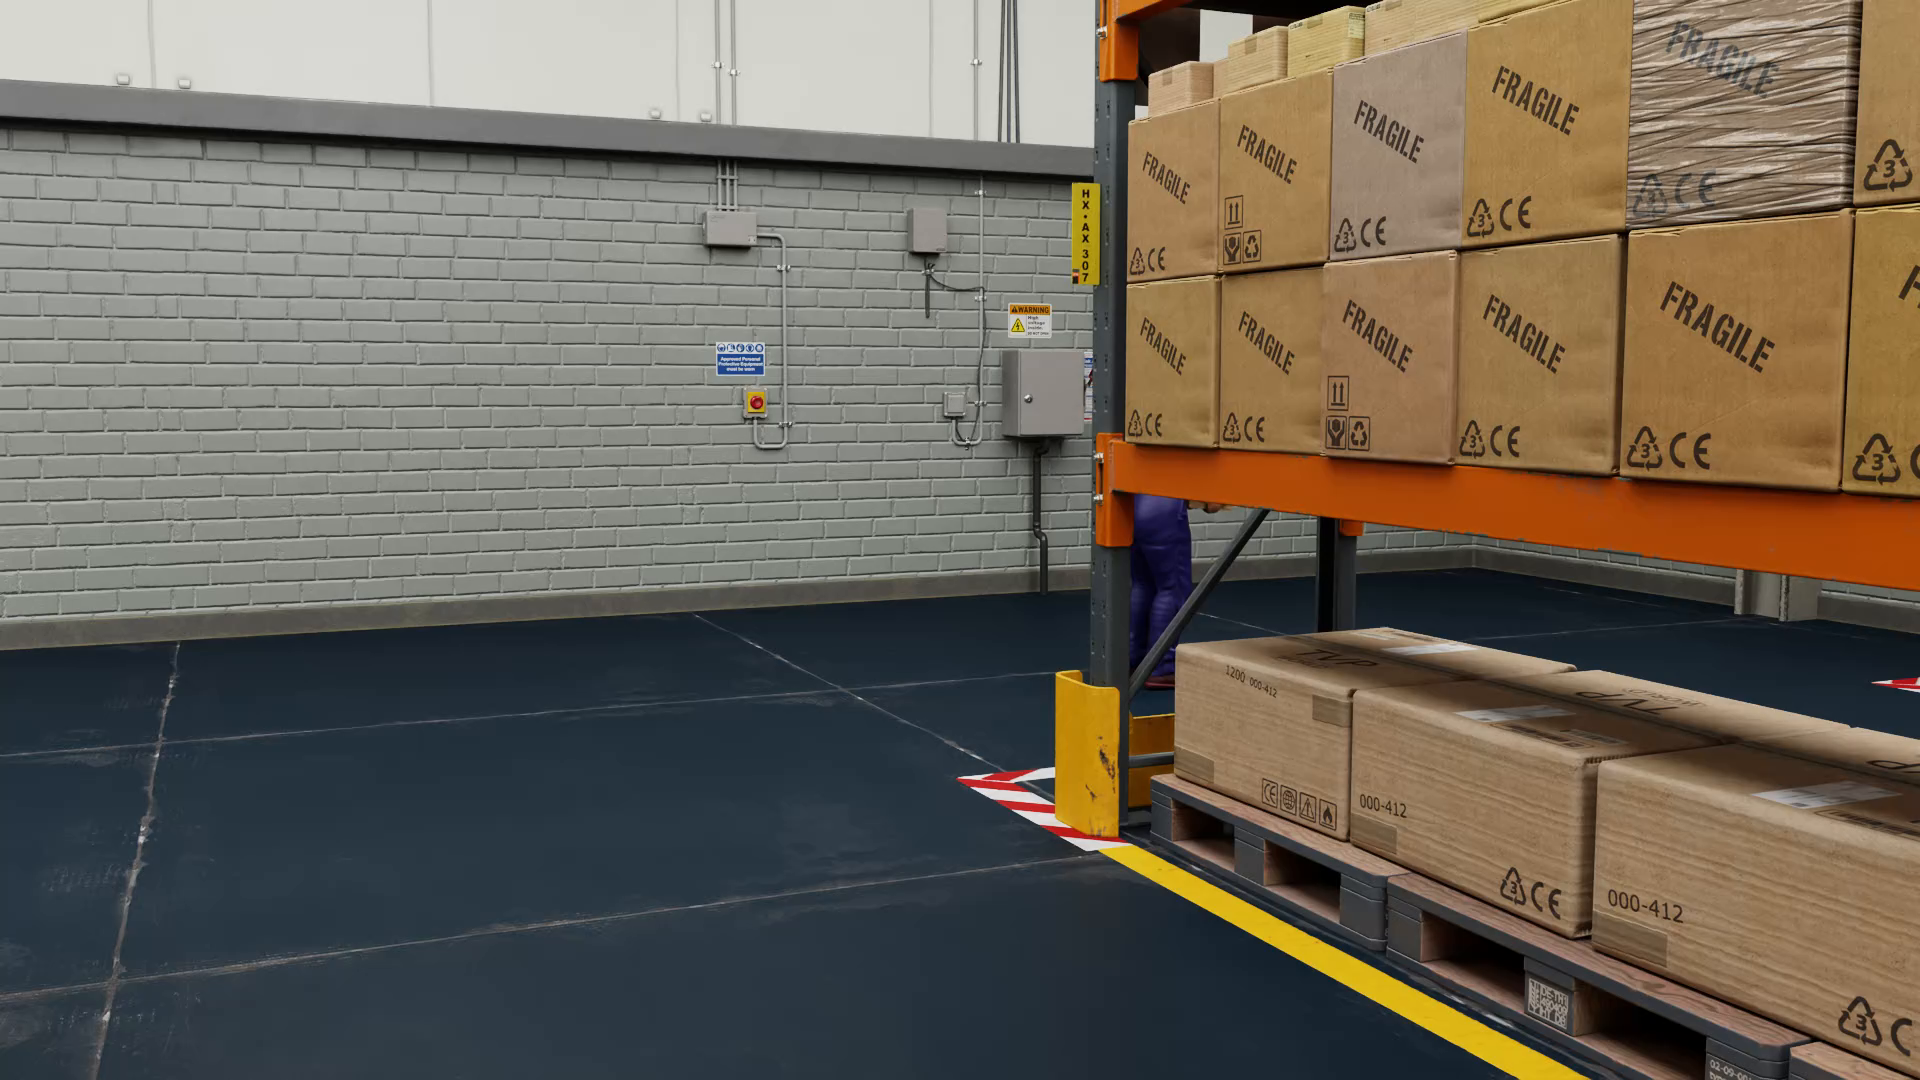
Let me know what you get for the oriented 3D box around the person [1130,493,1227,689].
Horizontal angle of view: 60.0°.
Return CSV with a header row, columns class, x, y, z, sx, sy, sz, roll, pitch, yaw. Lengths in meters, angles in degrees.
class,x,y,z,sx,sy,sz,roll,pitch,yaw
person,1.020,-0.100,8.217,0.516,1.627,0.452,-2,6,-24
